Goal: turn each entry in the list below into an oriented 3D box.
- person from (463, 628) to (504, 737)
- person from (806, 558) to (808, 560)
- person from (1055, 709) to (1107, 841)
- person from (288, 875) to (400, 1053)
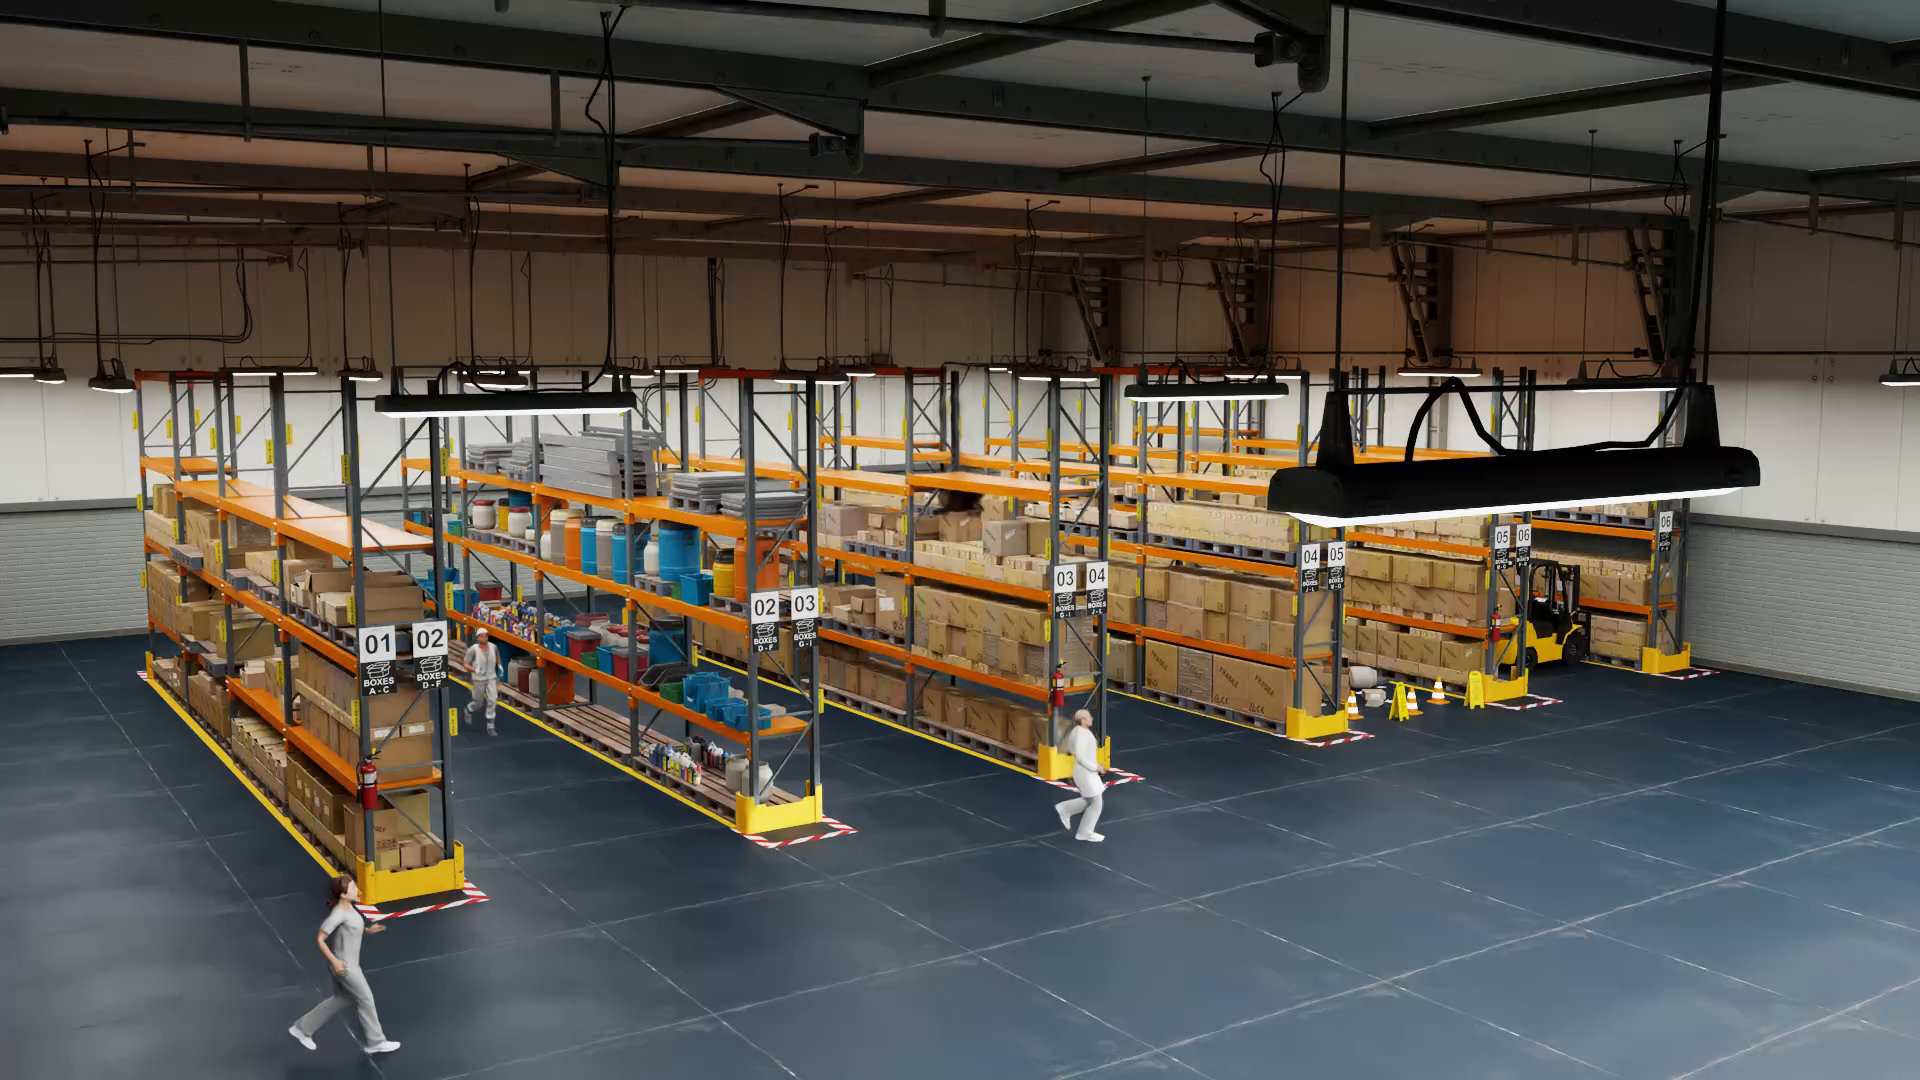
[{"bbox_3d":[-7.929,2.334,27.650,0.667,1.786,0.956,-5,8,-37],"label":"person"},{"bbox_3d":[-3.477,1.224,38.027,0.594,1.752,0.829,-4,8,-33],"label":"person"},{"bbox_3d":[1.566,3.093,21.554,0.643,1.655,0.712,0,6,-4],"label":"person"},{"bbox_3d":[-5.530,3.807,14.862,0.943,1.652,0.565,-2,7,-16],"label":"person"}]
